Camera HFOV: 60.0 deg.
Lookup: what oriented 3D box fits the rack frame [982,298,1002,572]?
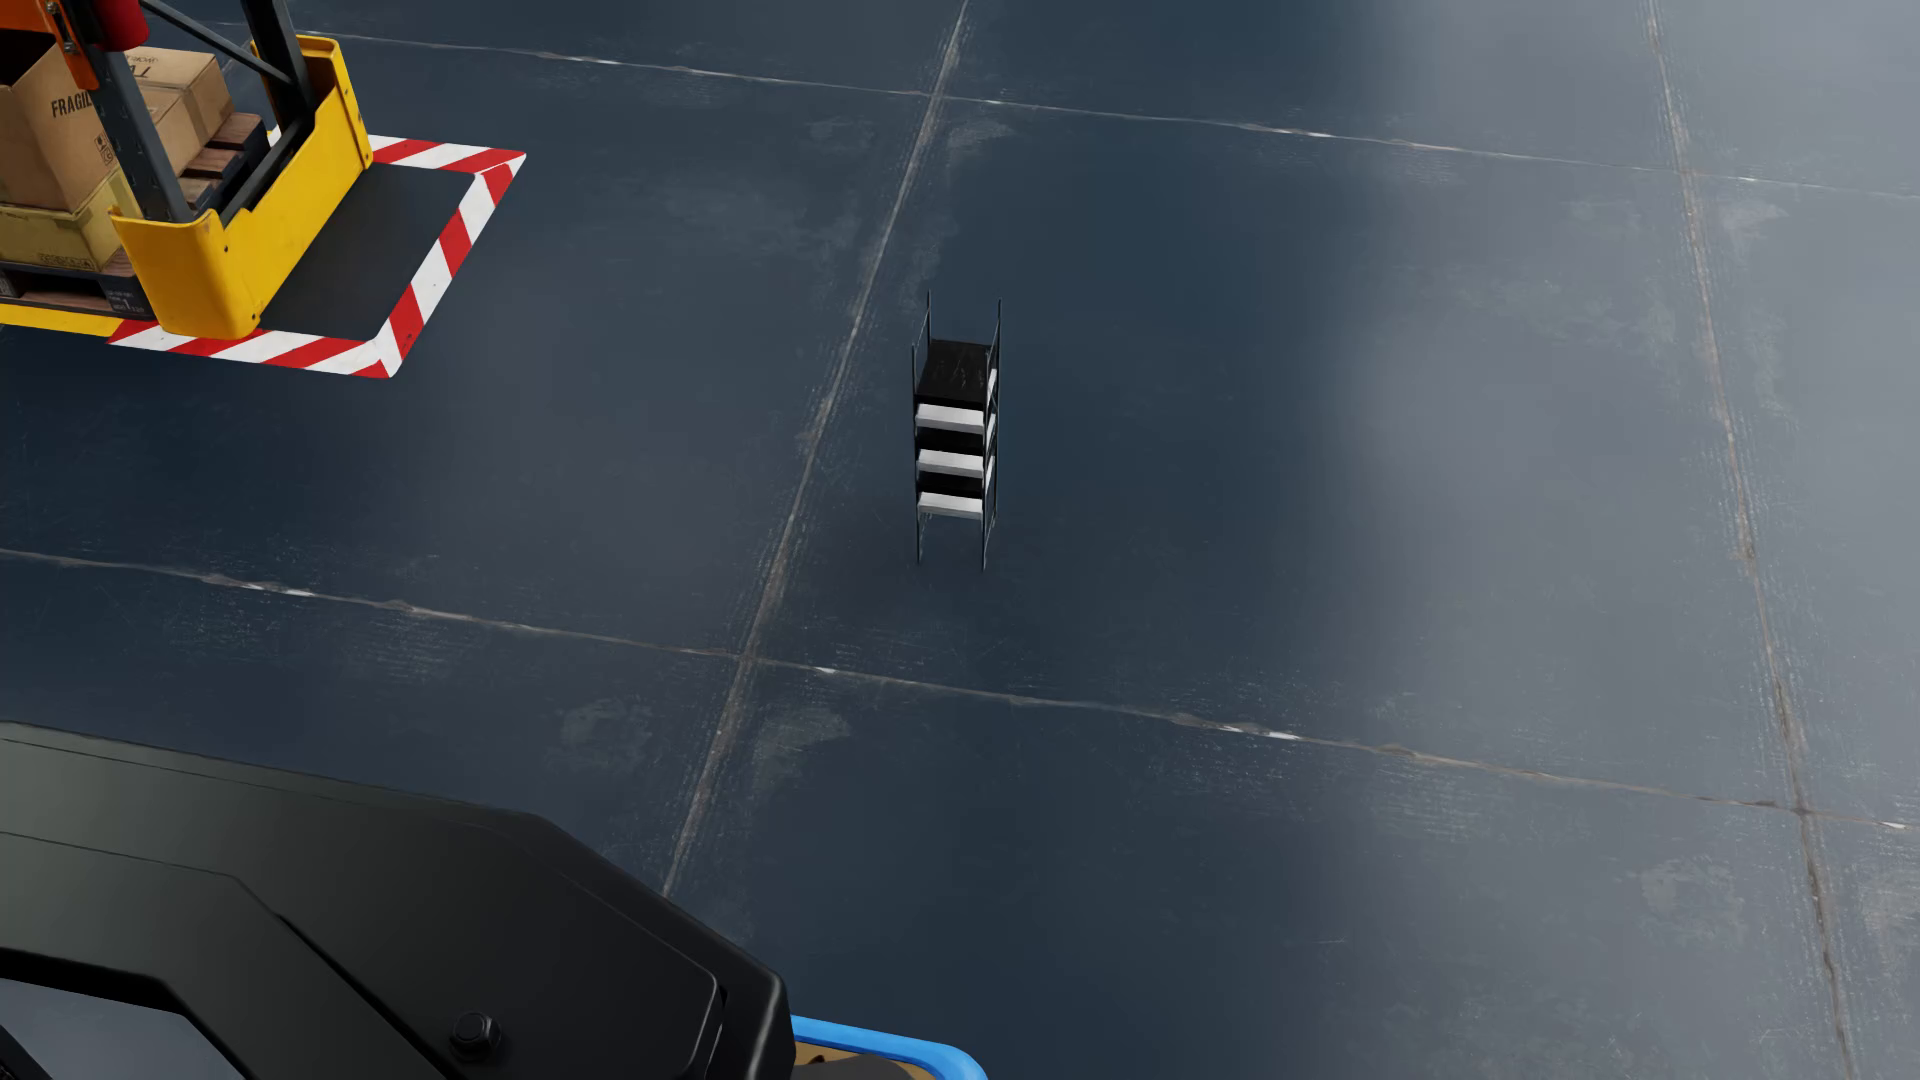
[{"bbox_3d":[0.092,-0.288,4.904,0.006,0.900,0.240,8,49,7],"label":"rack frame"}]

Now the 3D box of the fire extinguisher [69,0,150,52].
[{"bbox_3d":[-2.584,-1.771,4.877,0.183,0.674,0.296,8,49,7],"label":"fire extinguisher"}]

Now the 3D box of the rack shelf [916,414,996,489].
[{"bbox_3d":[-0.008,-0.280,4.941,0.200,0.077,0.258,8,49,7],"label":"rack shelf"}]

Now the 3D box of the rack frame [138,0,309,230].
[{"bbox_3d":[-2.618,-2.150,5.166,0.053,2.616,0.949,8,49,7],"label":"rack frame"}]

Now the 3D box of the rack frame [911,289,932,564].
[{"bbox_3d":[-0.108,-0.315,4.928,0.006,0.900,0.240,8,49,7],"label":"rack frame"}]

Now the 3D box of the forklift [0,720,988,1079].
[{"bbox_3d":[-0.725,1.666,1.782,1.130,2.935,3.031,9,49,8],"label":"forklift"}]

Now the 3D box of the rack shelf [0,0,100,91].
[{"bbox_3d":[-4.586,-2.177,5.673,4.000,0.370,1.077,8,49,7],"label":"rack shelf"}]

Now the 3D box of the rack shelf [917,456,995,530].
[{"bbox_3d":[-0.008,-0.159,5.075,0.200,0.077,0.258,8,49,7],"label":"rack shelf"}]

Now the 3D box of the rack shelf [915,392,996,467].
[{"bbox_3d":[-0.008,-0.340,4.874,0.200,0.077,0.258,8,49,7],"label":"rack shelf"}]

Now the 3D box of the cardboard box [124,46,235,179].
[{"bbox_3d":[-3.106,-1.608,6.244,0.500,0.250,0.500,8,49,7],"label":"cardboard box"}]

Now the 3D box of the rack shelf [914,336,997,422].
[{"bbox_3d":[-0.008,-0.460,4.740,0.200,0.077,0.258,8,49,7],"label":"rack shelf"}]

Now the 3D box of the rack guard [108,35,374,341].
[{"bbox_3d":[-2.594,-1.314,6.095,0.348,0.500,1.175,8,49,7],"label":"rack guard"}]

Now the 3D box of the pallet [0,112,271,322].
[{"bbox_3d":[-3.378,-1.291,6.268,1.213,0.211,1.003,8,49,7],"label":"pallet"}]

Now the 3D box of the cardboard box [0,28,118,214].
[{"bbox_3d":[-3.198,-1.478,5.623,0.500,0.500,0.500,8,49,7],"label":"cardboard box"}]

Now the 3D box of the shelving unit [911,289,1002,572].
[{"bbox_3d":[-0.008,-0.302,4.916,0.210,0.900,0.258,8,49,7],"label":"shelving unit"}]

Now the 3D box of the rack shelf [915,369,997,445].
[{"bbox_3d":[-0.008,-0.400,4.807,0.200,0.077,0.258,8,49,7],"label":"rack shelf"}]

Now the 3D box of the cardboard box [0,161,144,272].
[{"bbox_3d":[-3.198,-1.229,5.904,0.500,0.250,0.500,8,49,7],"label":"cardboard box"}]

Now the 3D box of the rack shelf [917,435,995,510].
[{"bbox_3d":[-0.008,-0.219,5.008,0.200,0.077,0.258,8,49,7],"label":"rack shelf"}]
